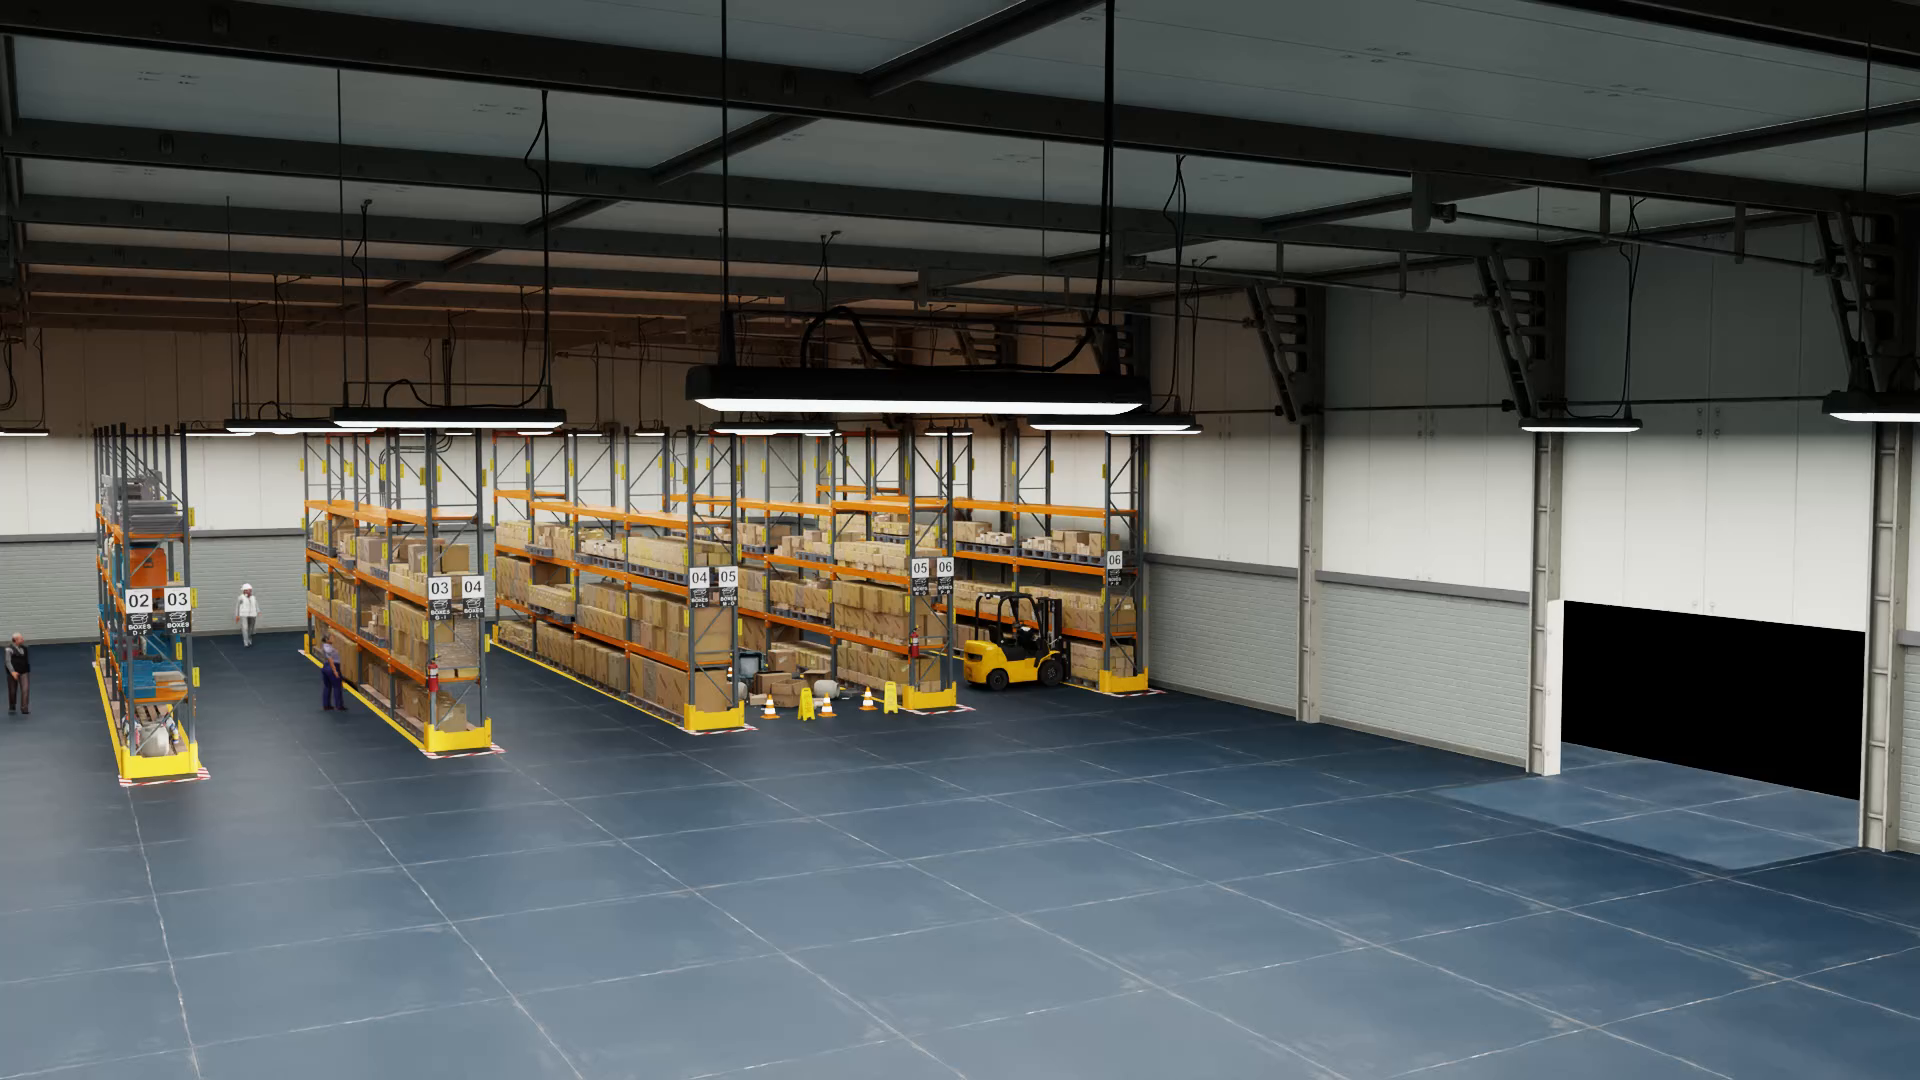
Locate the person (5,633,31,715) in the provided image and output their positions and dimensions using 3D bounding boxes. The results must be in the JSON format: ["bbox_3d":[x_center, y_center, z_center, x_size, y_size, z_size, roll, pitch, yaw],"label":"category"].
[{"bbox_3d":[-19.636,2.789,34.654,0.470,1.684,0.974,-2,4,-35],"label":"person"}]

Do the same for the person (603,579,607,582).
[{"bbox_3d":[-10.287,1.963,48.172,0.463,1.690,0.384,0,3,8],"label":"person"}]

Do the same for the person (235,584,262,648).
[{"bbox_3d":[-19.593,2.076,45.802,0.661,1.721,1.045,-2,4,-32],"label":"person"}]

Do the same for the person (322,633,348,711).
[{"bbox_3d":[-13.194,2.782,35.044,0.449,1.625,0.548,-3,5,-45],"label":"person"}]
